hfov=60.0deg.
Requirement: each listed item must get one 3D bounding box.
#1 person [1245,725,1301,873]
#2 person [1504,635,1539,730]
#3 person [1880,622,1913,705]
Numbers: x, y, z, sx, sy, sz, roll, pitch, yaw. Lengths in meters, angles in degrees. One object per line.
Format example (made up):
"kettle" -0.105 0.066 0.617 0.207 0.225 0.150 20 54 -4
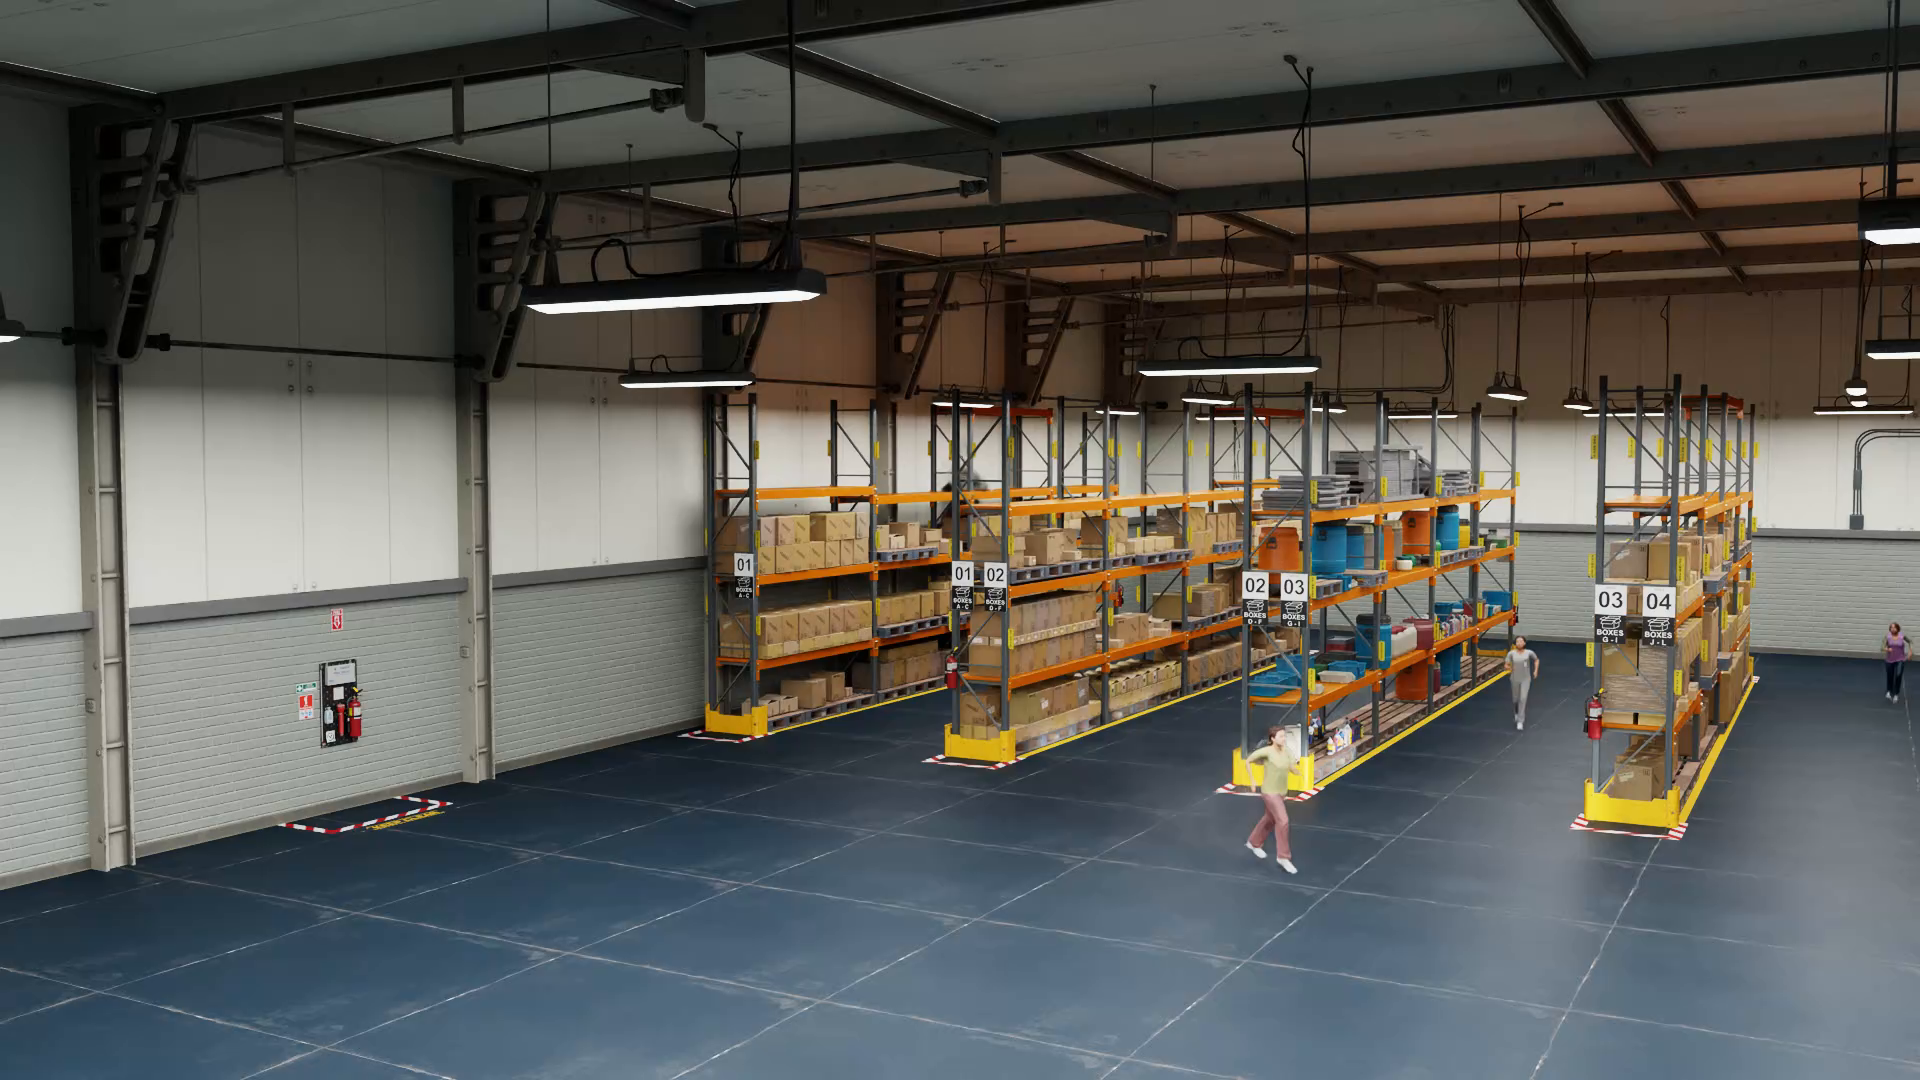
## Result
"person" 3.755 3.073 19.988 0.546 1.714 0.845 -3 4 -39
"person" 10.084 2.532 29.910 0.581 1.626 1.053 1 3 24
"person" 18.511 2.427 32.888 0.550 1.613 0.825 2 4 34
